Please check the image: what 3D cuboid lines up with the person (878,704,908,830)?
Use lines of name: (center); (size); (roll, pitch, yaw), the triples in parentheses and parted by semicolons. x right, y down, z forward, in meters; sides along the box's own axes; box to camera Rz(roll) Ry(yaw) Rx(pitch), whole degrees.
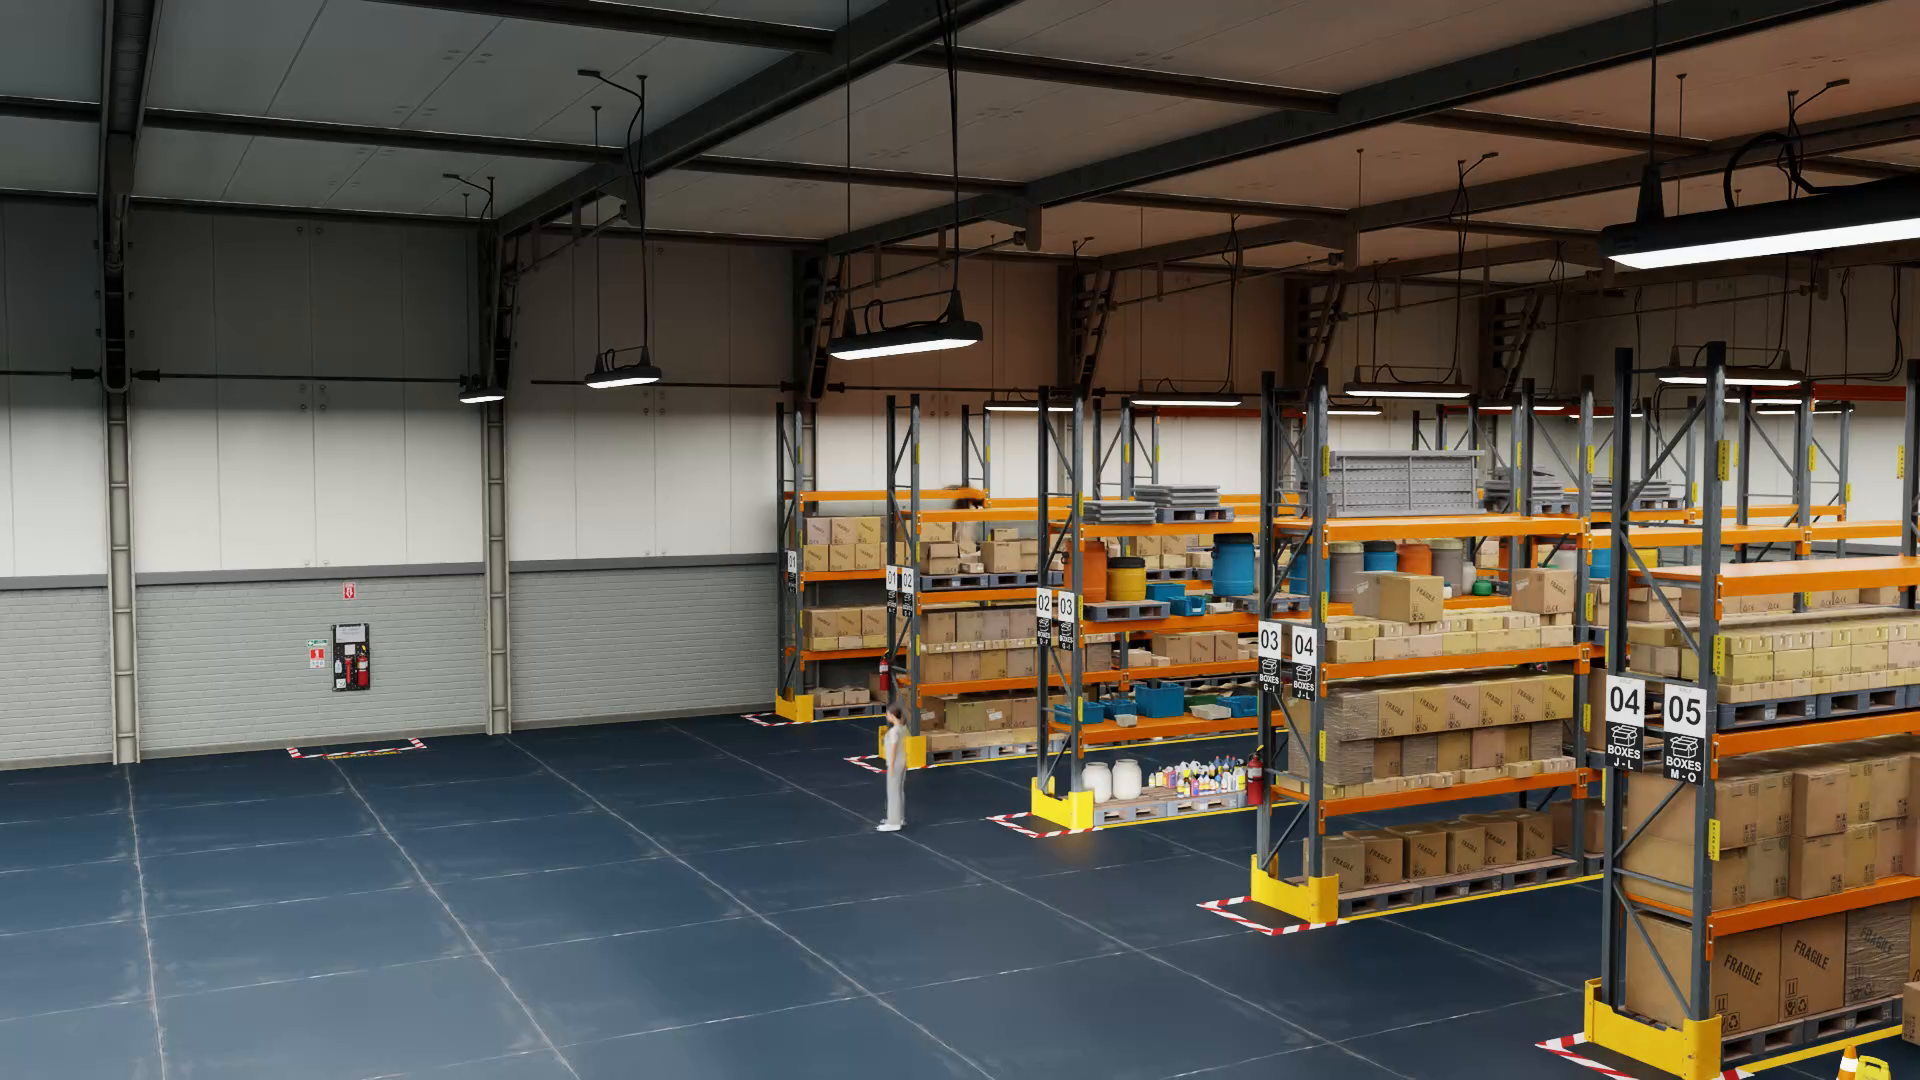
person: (-0.905, 3.049, 22.471); (0.423, 1.676, 0.524); (1, 3, 13)
